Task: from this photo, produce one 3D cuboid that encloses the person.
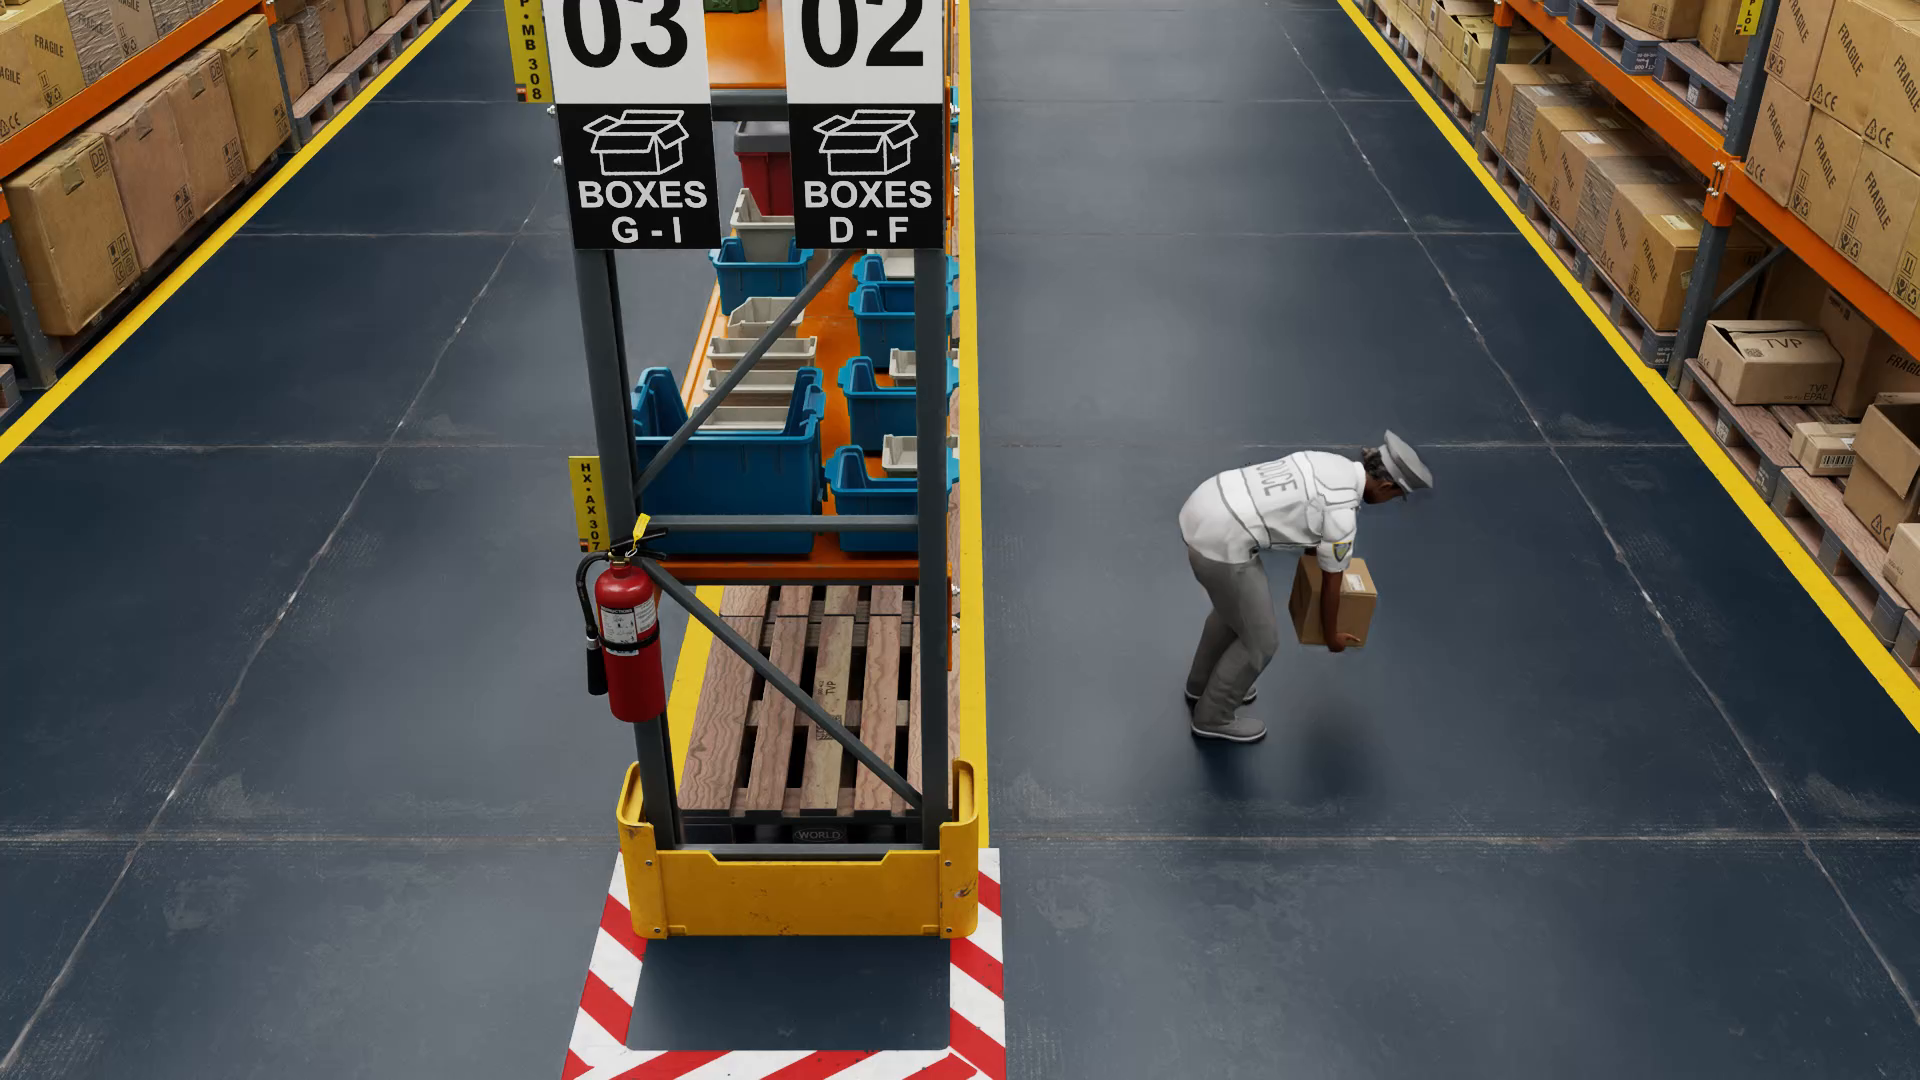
[{"bbox_3d":[1.279,0.184,6.342,0.920,1.201,0.417,-1,31,-2],"label":"person"}]
